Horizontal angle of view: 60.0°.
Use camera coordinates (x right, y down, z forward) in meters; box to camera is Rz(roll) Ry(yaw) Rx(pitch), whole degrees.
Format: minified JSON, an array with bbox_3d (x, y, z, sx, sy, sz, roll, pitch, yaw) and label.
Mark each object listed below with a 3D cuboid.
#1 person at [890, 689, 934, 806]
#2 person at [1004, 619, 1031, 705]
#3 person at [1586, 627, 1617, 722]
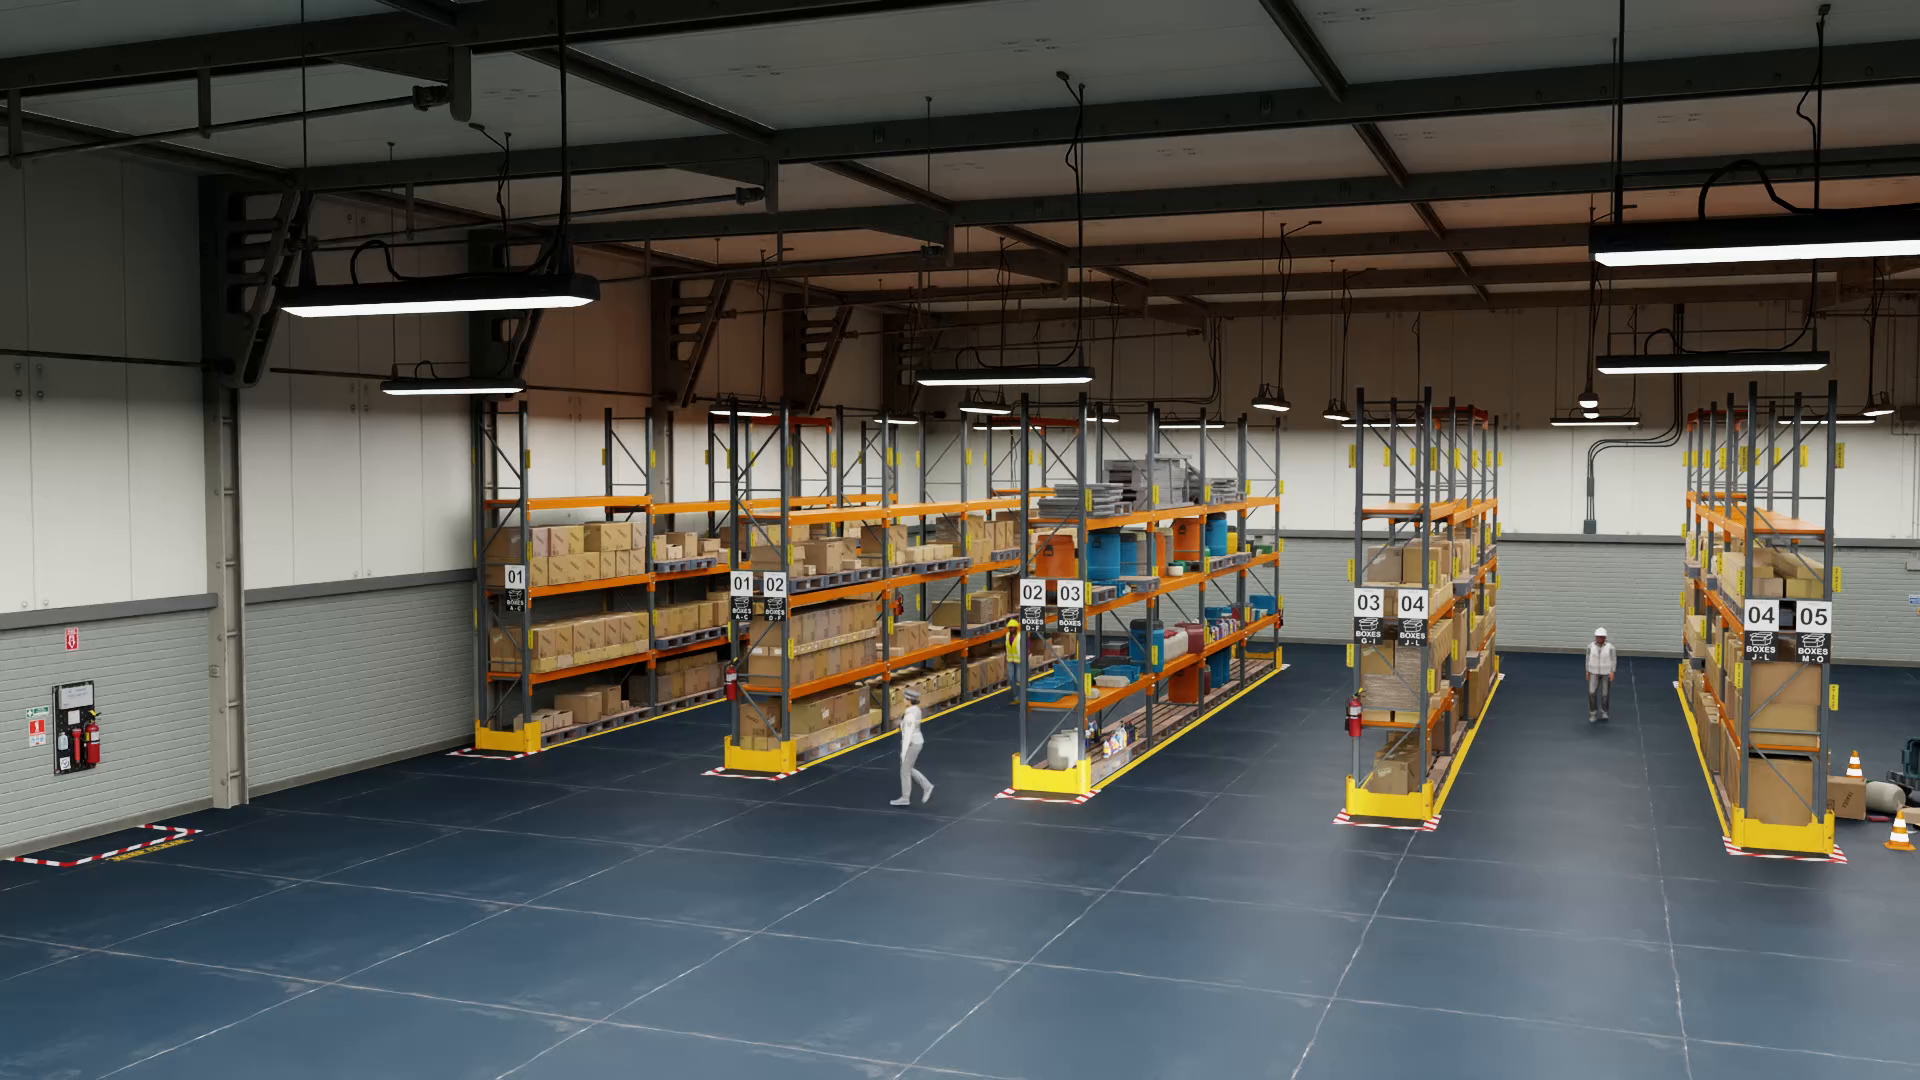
[{"bbox_3d":[-0.690,2.987,24.040,0.610,1.672,0.549,1,3,11],"label":"person"},{"bbox_3d":[1.200,2.482,34.006,0.636,1.740,0.678,2,3,34],"label":"person"},{"bbox_3d":[12.274,2.581,31.845,0.578,1.814,0.573,2,3,30],"label":"person"}]
